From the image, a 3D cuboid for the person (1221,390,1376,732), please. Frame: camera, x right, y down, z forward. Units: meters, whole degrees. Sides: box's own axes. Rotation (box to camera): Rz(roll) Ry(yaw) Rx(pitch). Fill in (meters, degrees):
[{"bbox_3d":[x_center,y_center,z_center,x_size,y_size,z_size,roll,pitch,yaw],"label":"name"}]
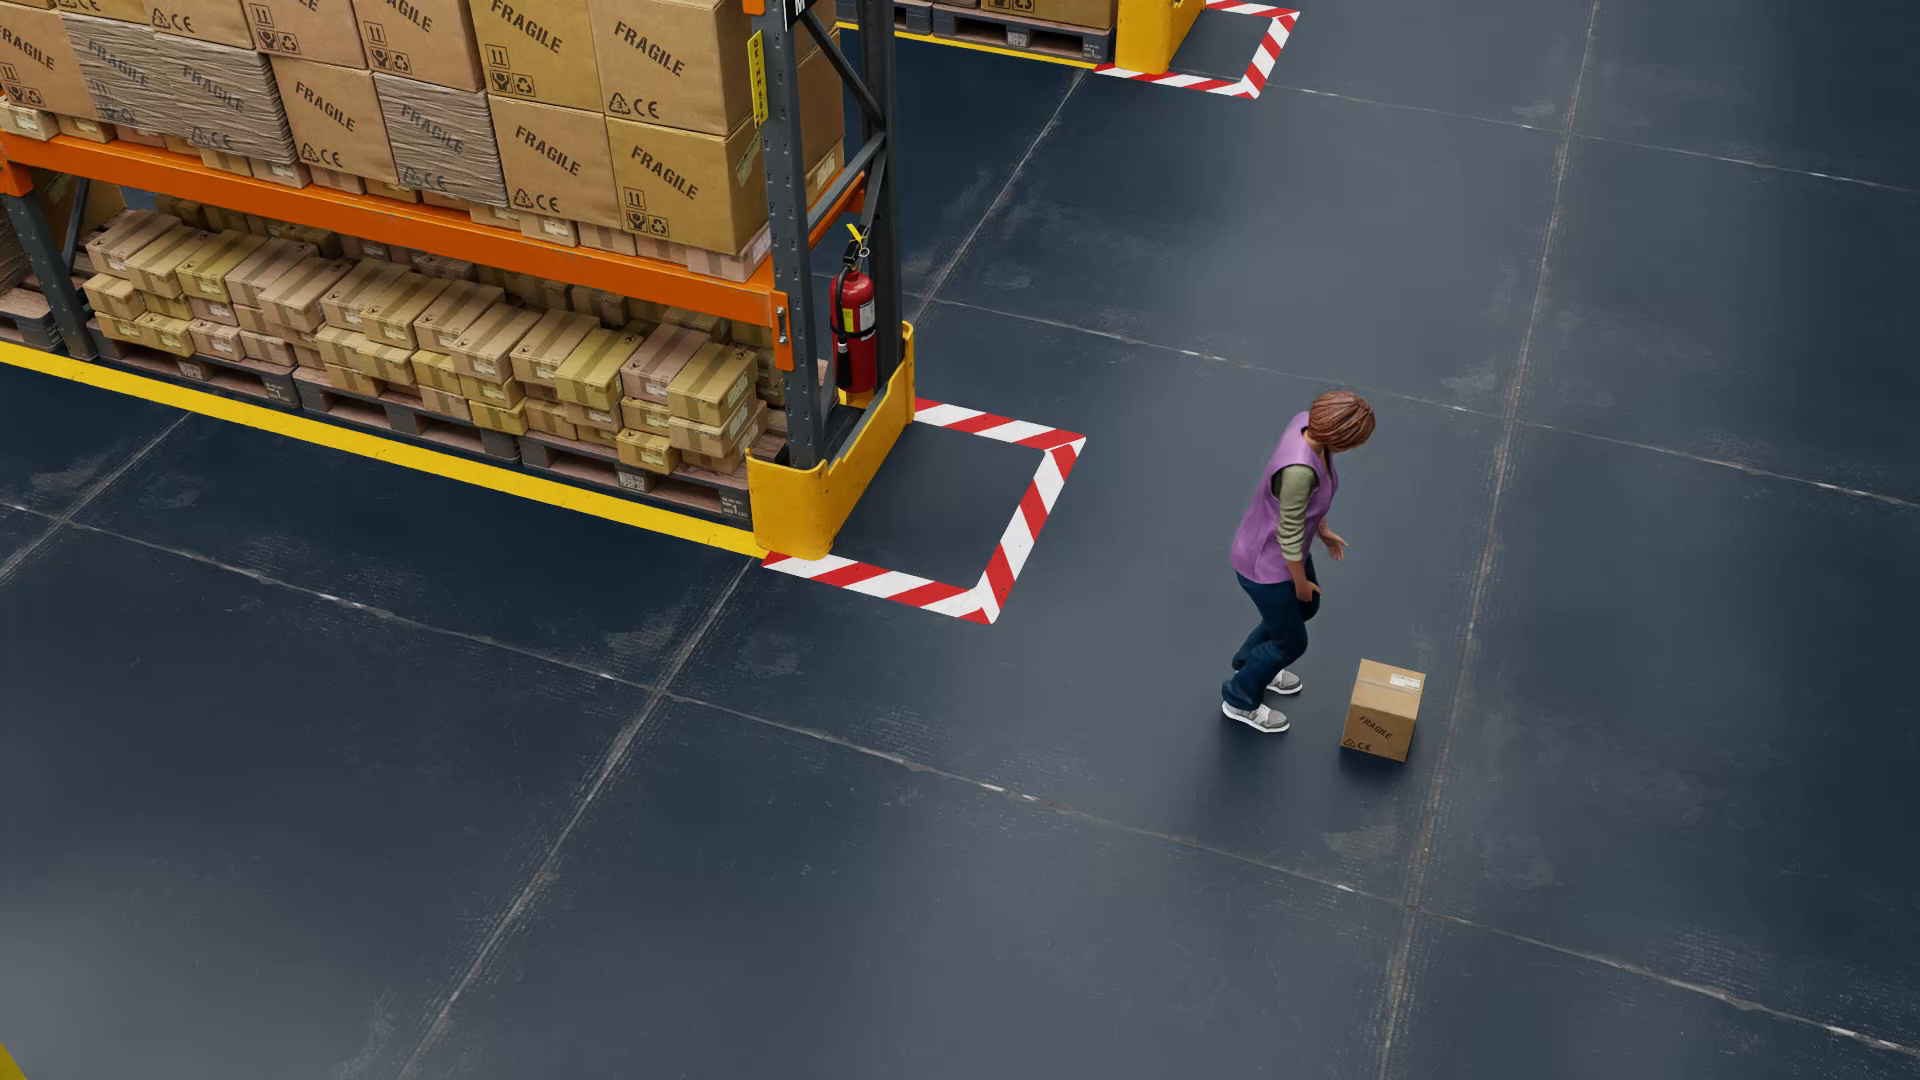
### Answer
[{"bbox_3d":[1.217,0.057,6.155,0.418,1.538,0.433,15,44,16],"label":"person"}]
